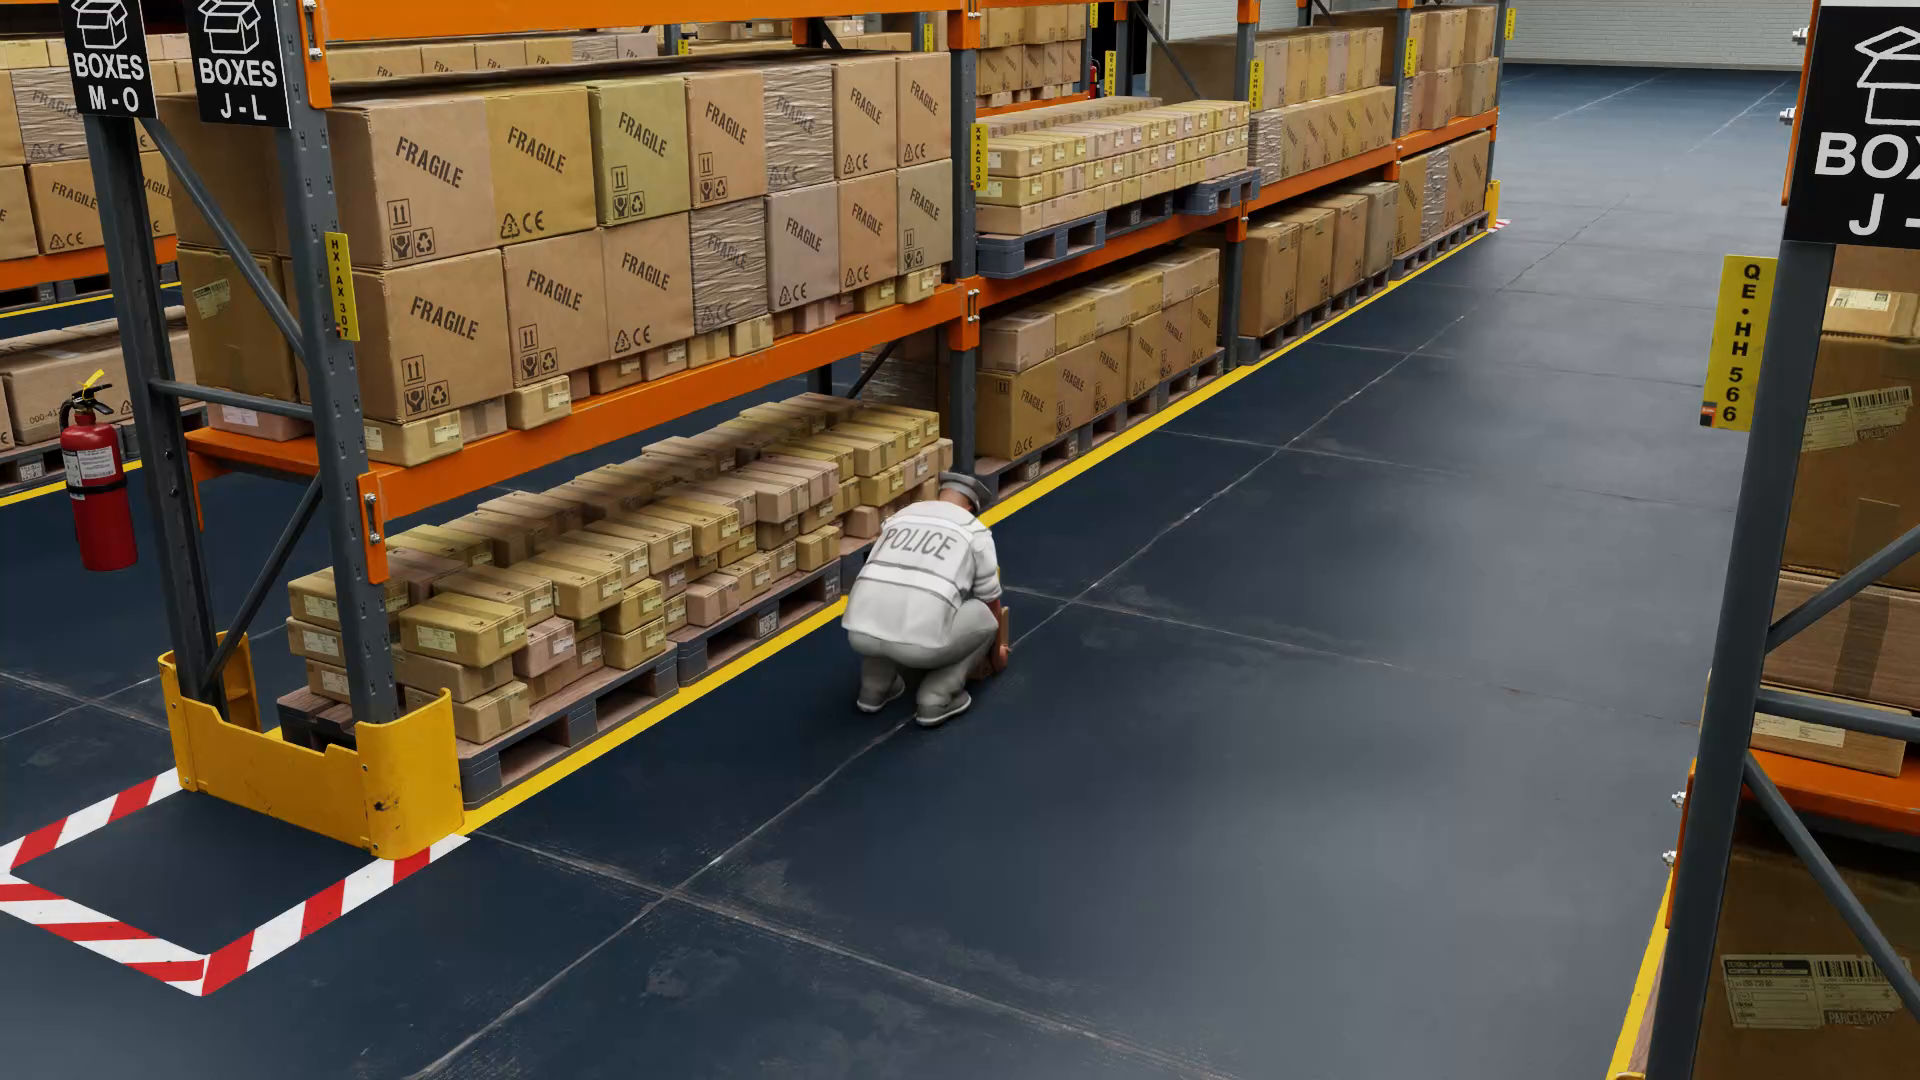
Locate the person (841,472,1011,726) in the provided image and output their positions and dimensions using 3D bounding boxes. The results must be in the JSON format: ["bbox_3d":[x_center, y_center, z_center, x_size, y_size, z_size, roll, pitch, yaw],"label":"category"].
[{"bbox_3d":[-0.119,0.246,6.774,0.548,0.901,0.968,10,22,26],"label":"person"}]
